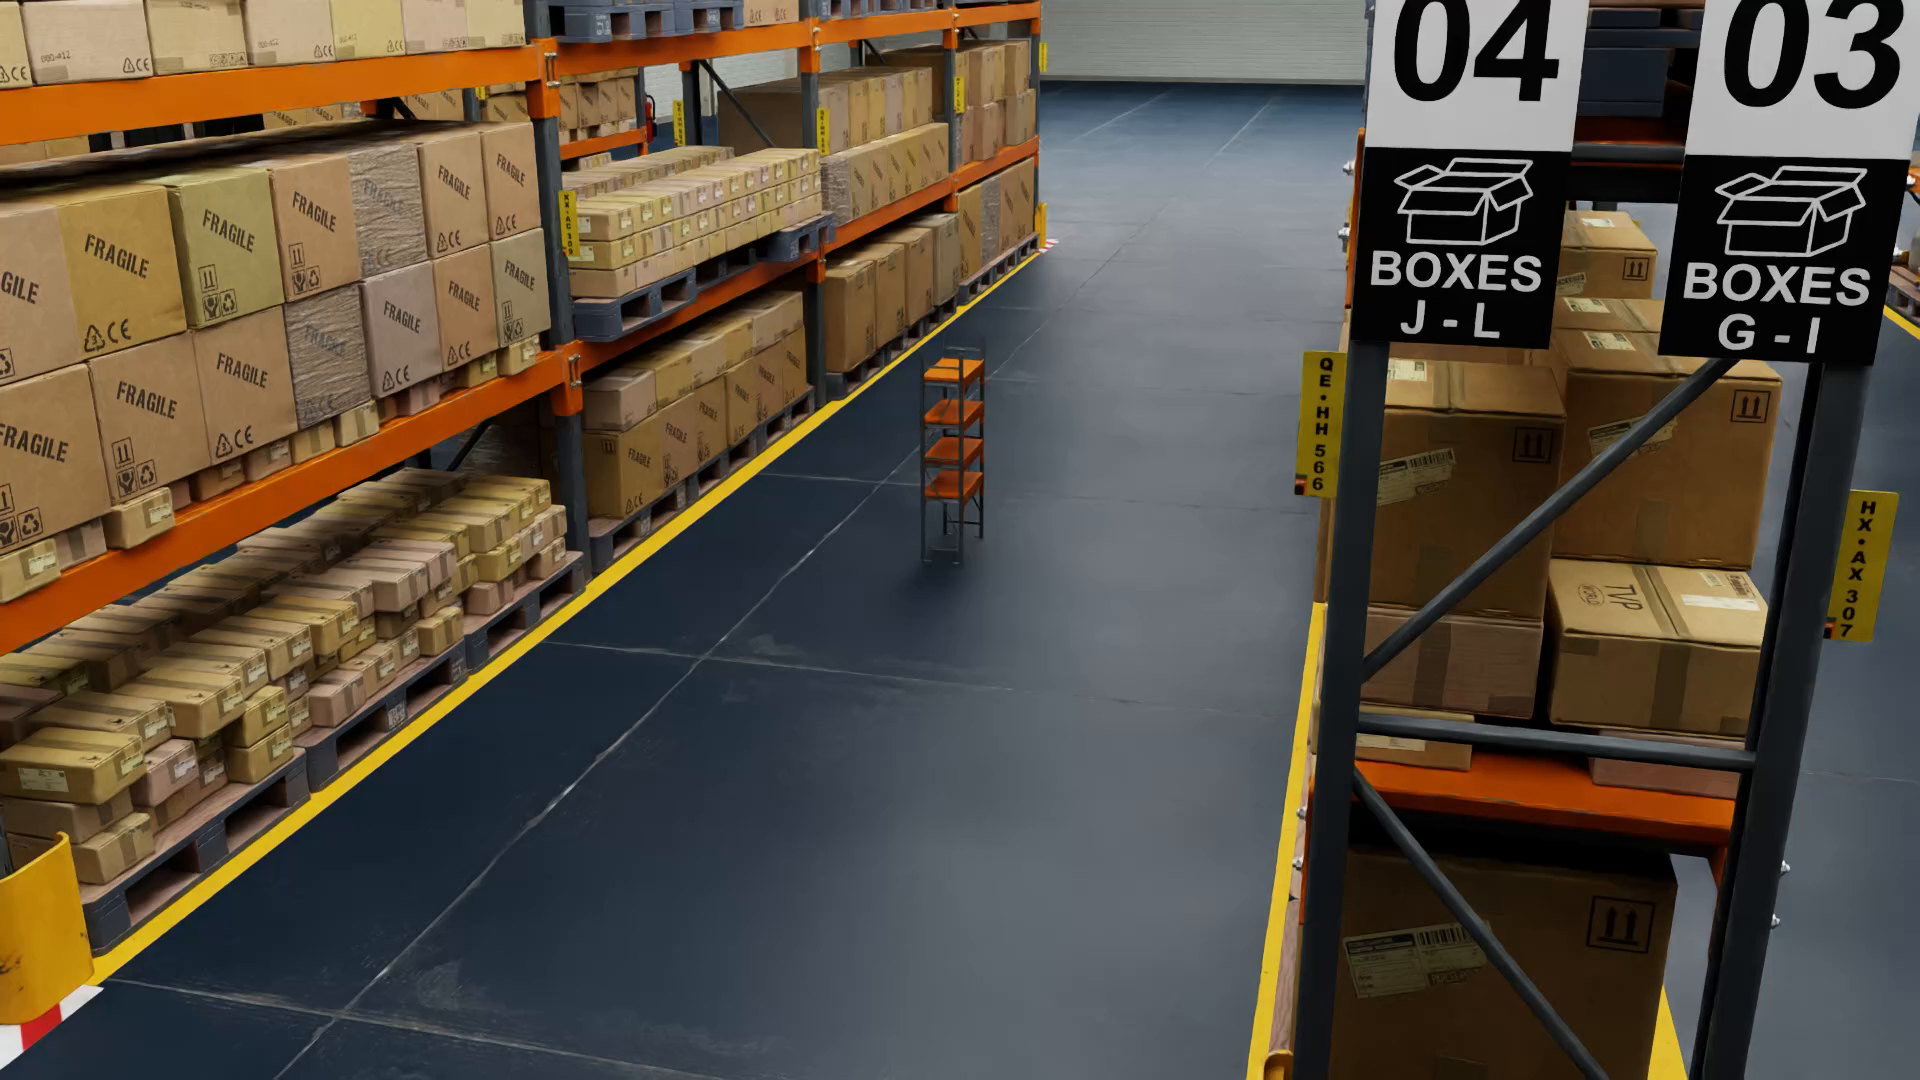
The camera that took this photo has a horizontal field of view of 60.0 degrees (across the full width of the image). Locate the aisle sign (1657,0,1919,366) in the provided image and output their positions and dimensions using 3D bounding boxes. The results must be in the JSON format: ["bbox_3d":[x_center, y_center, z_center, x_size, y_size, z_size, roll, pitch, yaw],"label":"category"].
[{"bbox_3d":[1.585,-0.727,3.153,0.394,0.787,0.004,5,19,13],"label":"aisle sign"}]

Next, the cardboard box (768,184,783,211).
[{"bbox_3d":[-1.385,-2.259,10.939,0.380,0.149,0.250,5,19,14],"label":"cardboard box"}]

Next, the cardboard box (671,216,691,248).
[{"bbox_3d":[-1.766,-1.772,9.513,0.380,0.149,0.250,4,19,11],"label":"cardboard box"}]

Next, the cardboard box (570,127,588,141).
[{"bbox_3d":[-4.517,-4.681,19.140,0.380,0.149,0.250,4,19,13],"label":"cardboard box"}]

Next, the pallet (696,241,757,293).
[{"bbox_3d":[-1.962,-1.759,10.494,1.003,0.211,1.213,5,19,13],"label":"pallet"}]

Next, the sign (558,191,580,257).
[{"bbox_3d":[-1.968,-1.589,8.360,0.100,0.325,0.005,5,19,13],"label":"sign"}]

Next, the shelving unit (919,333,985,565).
[{"bbox_3d":[-0.040,-0.516,9.342,0.258,1.200,0.503,5,19,13],"label":"shelving unit"}]

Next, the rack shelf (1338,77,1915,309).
[{"bbox_3d":[1.801,-1.249,5.175,1.077,0.370,4.000,5,19,13],"label":"rack shelf"}]

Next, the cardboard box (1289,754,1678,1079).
[{"bbox_3d":[1.391,1.057,4.590,0.875,0.875,0.875,5,19,13],"label":"cardboard box"}]

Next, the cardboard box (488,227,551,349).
[{"bbox_3d":[-2.340,-1.234,8.045,0.500,0.500,0.500,5,19,13],"label":"cardboard box"}]

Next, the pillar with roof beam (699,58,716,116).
[{"bbox_3d":[-1.674,-13.725,35.948,9.100,9.000,0.400,5,19,13],"label":"pillar with roof beam"}]

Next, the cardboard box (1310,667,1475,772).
[{"bbox_3d":[1.080,0.438,4.152,0.380,0.149,0.250,5,19,14],"label":"cardboard box"}]

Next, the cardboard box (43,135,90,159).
[{"bbox_3d":[-6.461,-2.854,11.702,0.500,0.500,0.500,5,19,13],"label":"cardboard box"}]

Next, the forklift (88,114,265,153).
[{"bbox_3d":[-5.281,-1.926,10.791,3.031,2.935,1.130,6,20,17],"label":"forklift"}]

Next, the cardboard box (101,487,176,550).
[{"bbox_3d":[-2.936,-0.086,5.688,0.380,0.149,0.250,4,19,12],"label":"cardboard box"}]

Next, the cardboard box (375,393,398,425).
[{"bbox_3d":[-2.657,-0.583,7.142,0.380,0.149,0.250,4,19,13],"label":"cardboard box"}]

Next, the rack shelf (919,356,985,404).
[{"bbox_3d":[-0.040,-0.888,9.215,0.258,0.148,0.480,5,19,13],"label":"rack shelf"}]

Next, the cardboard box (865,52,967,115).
[{"bbox_3d":[-0.418,-4.422,16.092,0.875,0.550,0.550,5,19,13],"label":"cardboard box"}]

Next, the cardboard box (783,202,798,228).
[{"bbox_3d":[-1.318,-2.204,11.240,0.380,0.149,0.250,5,19,14],"label":"cardboard box"}]

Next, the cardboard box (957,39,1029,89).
[{"bbox_3d":[0.308,-5.450,19.100,0.875,0.550,0.550,5,19,13],"label":"cardboard box"}]

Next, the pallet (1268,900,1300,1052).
[{"bbox_3d":[1.431,1.520,4.911,1.003,0.211,1.213,5,19,13],"label":"pallet"}]

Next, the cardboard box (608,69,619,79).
[{"bbox_3d":[-4.433,-5.666,19.475,0.700,0.500,0.500,5,19,14],"label":"cardboard box"}]

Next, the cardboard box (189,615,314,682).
[{"bbox_3d":[-2.822,0.430,6.629,0.380,0.149,0.250,5,20,16],"label":"cardboard box"}]

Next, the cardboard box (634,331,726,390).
[{"bbox_3d":[-1.802,-1.128,10.407,0.500,0.250,0.500,5,20,15],"label":"cardboard box"}]

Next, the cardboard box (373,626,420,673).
[{"bbox_3d":[-2.643,0.481,7.400,0.380,0.149,0.250,5,19,14],"label":"cardboard box"}]

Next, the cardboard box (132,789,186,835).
[{"bbox_3d":[-3.050,0.957,6.007,0.380,0.149,0.250,5,19,13],"label":"cardboard box"}]

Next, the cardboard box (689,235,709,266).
[{"bbox_3d":[-1.702,-1.711,9.795,0.380,0.149,0.250,4,19,11],"label":"cardboard box"}]

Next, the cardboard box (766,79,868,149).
[{"bbox_3d":[-1.154,-3.454,13.457,0.700,0.500,0.500,4,19,13],"label":"cardboard box"}]

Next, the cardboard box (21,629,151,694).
[{"bbox_3d":[-3.408,0.475,6.497,0.380,0.149,0.250,4,19,11],"label":"cardboard box"}]

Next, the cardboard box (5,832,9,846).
[{"bbox_3d":[-3.547,1.003,5.872,0.380,0.149,0.250,5,19,14],"label":"cardboard box"}]

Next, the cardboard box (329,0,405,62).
[{"bbox_3d":[-2.611,-2.079,6.724,0.500,0.250,0.500,4,19,13],"label":"cardboard box"}]

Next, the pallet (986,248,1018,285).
[{"bbox_3d":[0.017,-3.024,18.213,1.003,0.211,1.213,5,19,13],"label":"pallet"}]

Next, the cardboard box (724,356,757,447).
[{"bbox_3d":[-1.670,-0.933,10.997,0.500,0.500,0.500,4,19,11],"label":"cardboard box"}]

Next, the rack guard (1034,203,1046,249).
[{"bbox_3d":[0.442,-3.806,20.057,1.175,0.500,0.348,5,19,13],"label":"rack guard"}]

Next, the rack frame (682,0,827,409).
[{"bbox_3d":[-1.518,-2.474,12.289,1.000,3.000,0.127,5,19,13],"label":"rack frame"}]

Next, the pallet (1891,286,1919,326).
[{"bbox_3d":[9.547,-2.184,15.756,1.003,0.211,1.213,5,19,13],"label":"pallet"}]

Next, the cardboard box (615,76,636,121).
[{"bbox_3d":[-4.254,-5.337,20.056,0.500,0.500,0.500,4,19,12],"label":"cardboard box"}]

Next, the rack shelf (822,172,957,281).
[{"bbox_3d":[-1.030,-2.760,14.241,1.077,0.370,4.000,5,19,13],"label":"rack shelf"}]

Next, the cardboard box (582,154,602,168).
[{"bbox_3d":[-4.420,-4.429,19.455,0.380,0.149,0.250,5,19,14],"label":"cardboard box"}]

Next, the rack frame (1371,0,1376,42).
[{"bbox_3d":[1.312,-2.382,2.739,1.000,3.000,0.127,5,19,13],"label":"rack frame"}]

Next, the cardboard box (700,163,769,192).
[{"bbox_3d":[-1.447,-2.326,10.674,0.380,0.149,0.250,5,19,13],"label":"cardboard box"}]

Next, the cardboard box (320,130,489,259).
[{"bbox_3d":[-2.469,-1.550,7.423,0.500,0.500,0.500,4,19,12],"label":"cardboard box"}]

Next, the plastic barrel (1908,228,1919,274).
[{"bbox_3d":[9.937,-2.976,16.958,0.421,0.512,0.421,0,19,0],"label":"plastic barrel"}]

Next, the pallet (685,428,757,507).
[{"bbox_3d":[-2.011,-0.528,10.907,1.003,0.211,1.213,5,19,13],"label":"pallet"}]

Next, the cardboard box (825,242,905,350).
[{"bbox_3d":[-1.072,-2.066,13.926,1.050,0.750,0.750,5,19,14],"label":"cardboard box"}]

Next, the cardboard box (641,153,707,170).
[{"bbox_3d":[-1.947,-2.545,11.315,0.380,0.149,0.250,5,19,13],"label":"cardboard box"}]

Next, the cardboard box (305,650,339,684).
[{"bbox_3d":[-2.834,0.483,6.932,0.380,0.149,0.250,6,20,16],"label":"cardboard box"}]

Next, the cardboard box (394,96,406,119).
[{"bbox_3d":[-5.508,-3.994,15.475,0.500,0.500,0.500,5,20,15],"label":"cardboard box"}]

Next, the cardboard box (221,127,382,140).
[{"bbox_3d":[-2.954,-1.595,7.556,0.500,0.500,0.500,4,19,12],"label":"cardboard box"}]

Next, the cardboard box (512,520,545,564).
[{"bbox_3d":[-2.318,-0.001,8.350,0.380,0.149,0.250,4,19,11],"label":"cardboard box"}]

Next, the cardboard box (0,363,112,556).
[{"bbox_3d":[-3.095,-0.273,5.232,0.500,0.500,0.500,6,20,16],"label":"cardboard box"}]

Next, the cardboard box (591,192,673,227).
[{"bbox_3d":[-1.826,-1.837,9.242,0.380,0.149,0.250,5,19,14],"label":"cardboard box"}]

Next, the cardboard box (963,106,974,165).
[{"bbox_3d":[-0.350,-4.089,16.787,0.875,0.550,0.550,5,19,13],"label":"cardboard box"}]

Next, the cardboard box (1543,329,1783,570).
[{"bbox_3d":[1.813,-0.253,4.401,0.500,0.500,0.500,4,19,12],"label":"cardboard box"}]

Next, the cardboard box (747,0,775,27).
[{"bbox_3d":[-1.521,-3.584,10.744,0.500,0.500,0.500,5,19,13],"label":"cardboard box"}]

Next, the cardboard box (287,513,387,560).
[{"bbox_3d":[-2.961,-0.011,7.920,0.380,0.149,0.250,4,19,12],"label":"cardboard box"}]

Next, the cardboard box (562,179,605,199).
[{"bbox_3d":[-2.330,-2.047,9.858,0.380,0.149,0.250,4,19,12],"label":"cardboard box"}]

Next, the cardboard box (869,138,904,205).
[{"bbox_3d":[-0.778,-3.114,14.009,0.500,0.500,0.500,4,19,13],"label":"cardboard box"}]

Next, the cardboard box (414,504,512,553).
[{"bbox_3d":[-2.408,-0.057,8.055,0.380,0.149,0.250,4,19,13],"label":"cardboard box"}]

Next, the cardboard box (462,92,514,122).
[{"bbox_3d":[-4.988,-4.391,17.287,0.500,0.500,0.500,5,19,13],"label":"cardboard box"}]
